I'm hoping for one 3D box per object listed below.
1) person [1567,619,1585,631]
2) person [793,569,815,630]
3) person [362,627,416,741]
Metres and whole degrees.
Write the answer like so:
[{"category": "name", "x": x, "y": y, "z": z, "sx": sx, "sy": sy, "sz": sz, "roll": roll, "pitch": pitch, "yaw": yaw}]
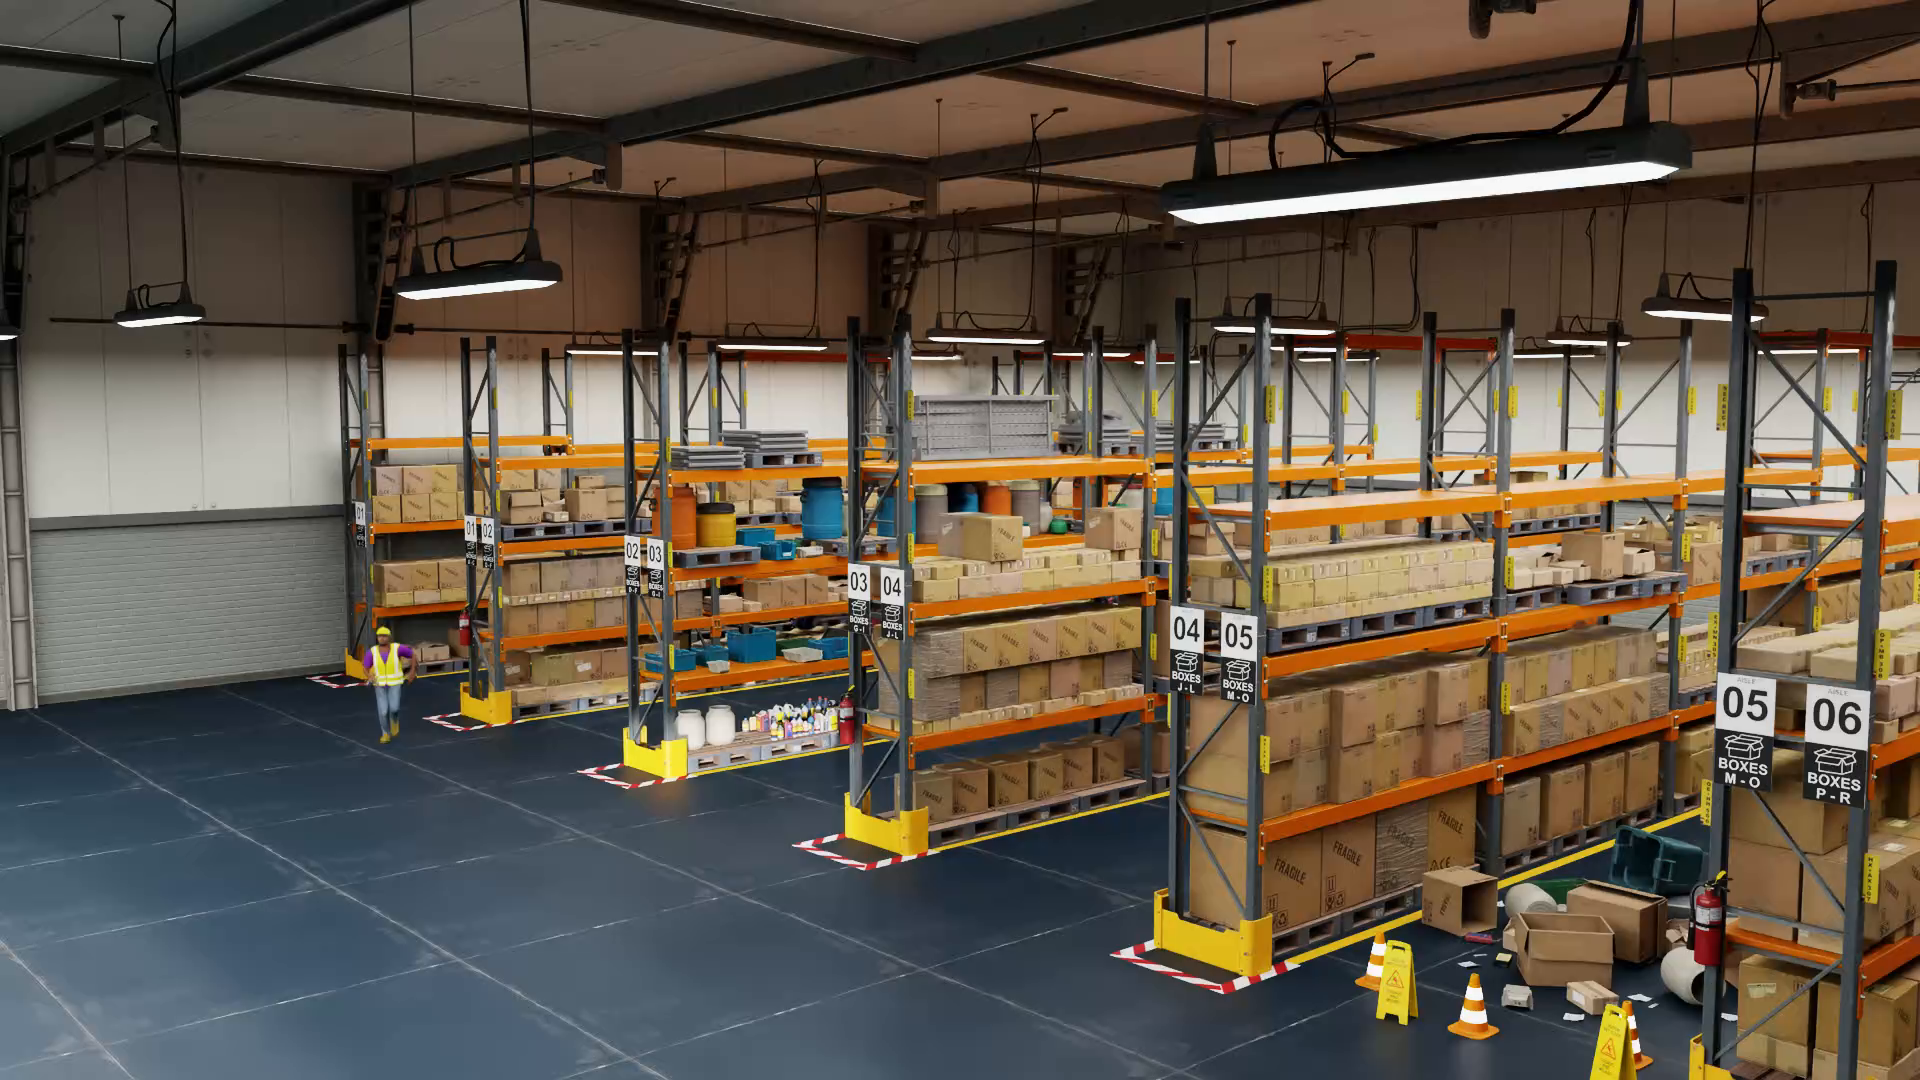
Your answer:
[{"category": "person", "x": 9.441, "y": 1.987, "z": 25.586, "sx": 0.633, "sy": 1.739, "sz": 0.619, "roll": 4, "pitch": 6, "yaw": 38}, {"category": "person", "x": -3.092, "y": 1.387, "z": 33.384, "sx": 0.594, "sy": 1.606, "sz": 0.549, "roll": 4, "pitch": 7, "yaw": 38}, {"category": "person", "x": -8.353, "y": 2.122, "z": 24.324, "sx": 0.731, "sy": 1.717, "sz": 0.740, "roll": -1, "pitch": 5, "yaw": -10}]
